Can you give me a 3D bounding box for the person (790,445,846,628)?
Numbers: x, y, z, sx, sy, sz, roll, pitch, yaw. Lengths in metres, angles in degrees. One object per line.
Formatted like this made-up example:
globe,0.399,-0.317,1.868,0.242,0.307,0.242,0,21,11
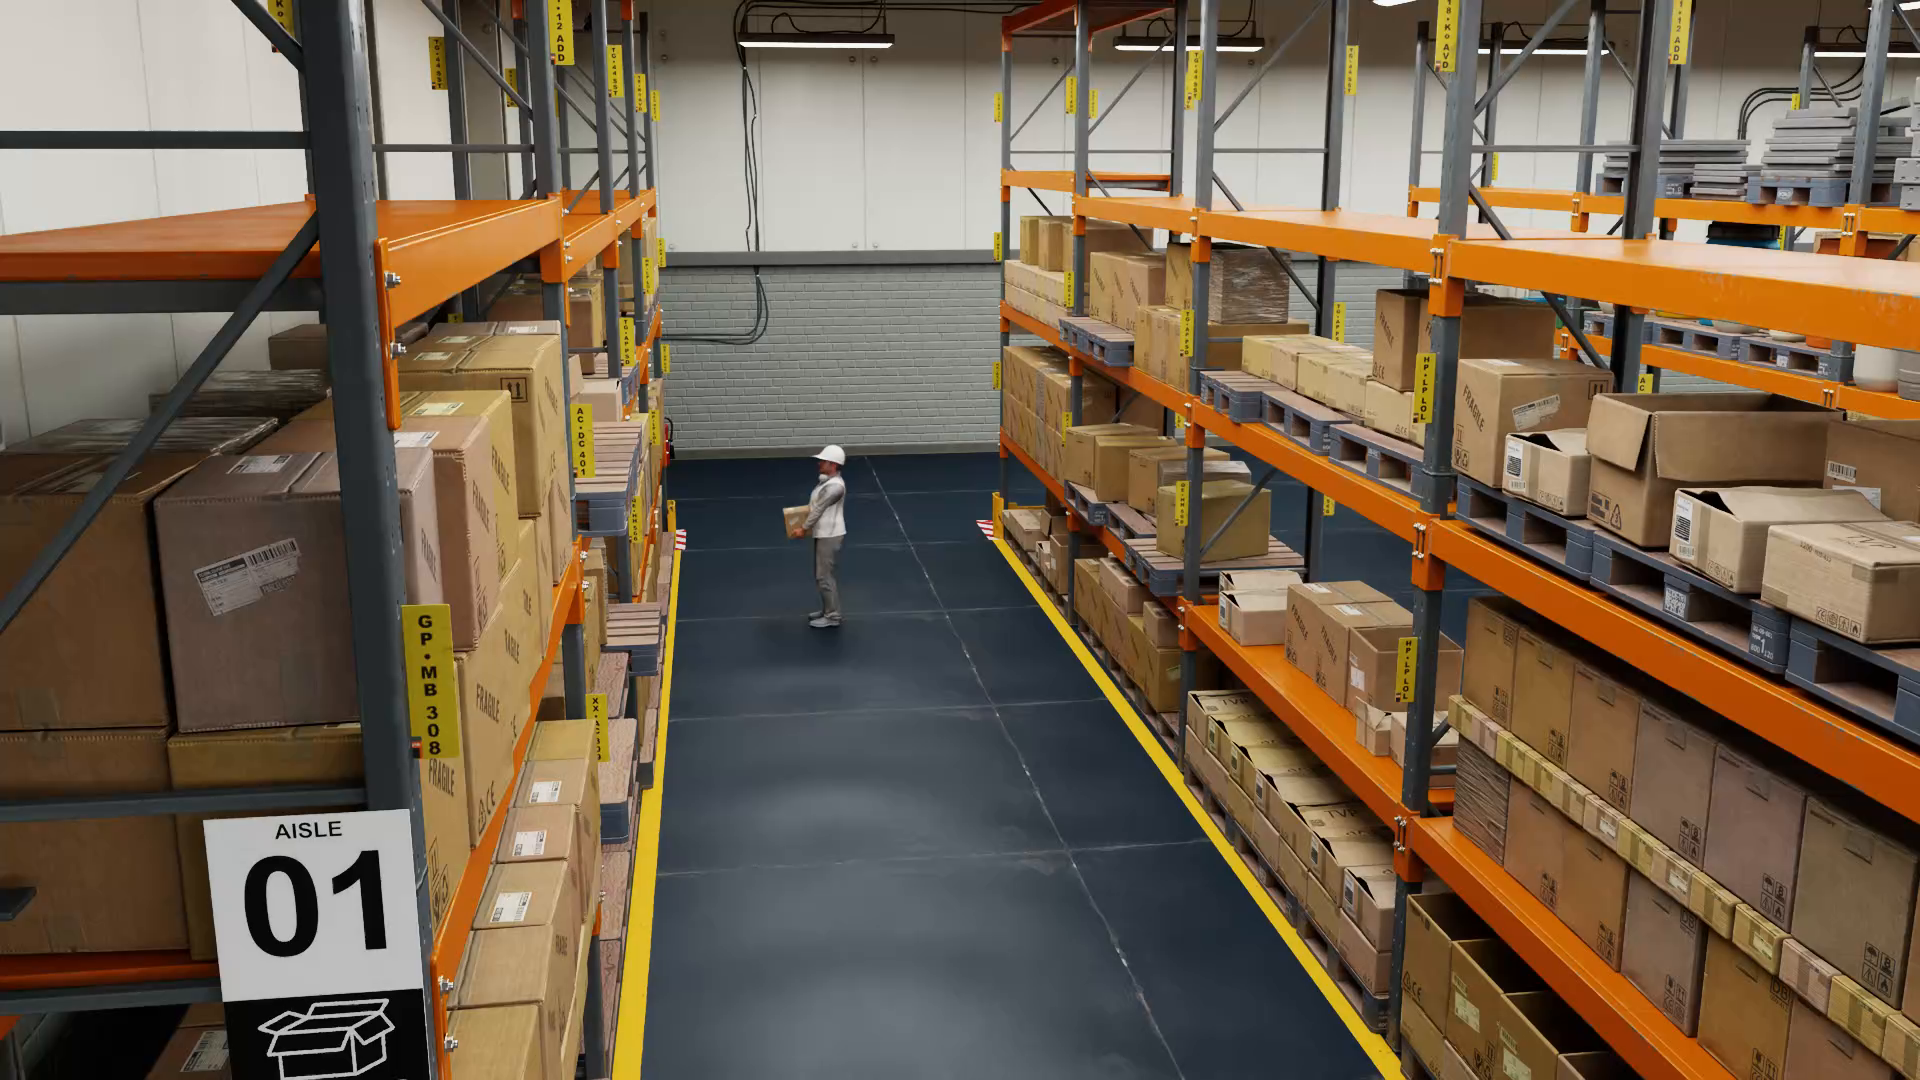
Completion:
person,-1.377,-0.042,16.127,0.550,1.762,0.494,-2,13,-7
